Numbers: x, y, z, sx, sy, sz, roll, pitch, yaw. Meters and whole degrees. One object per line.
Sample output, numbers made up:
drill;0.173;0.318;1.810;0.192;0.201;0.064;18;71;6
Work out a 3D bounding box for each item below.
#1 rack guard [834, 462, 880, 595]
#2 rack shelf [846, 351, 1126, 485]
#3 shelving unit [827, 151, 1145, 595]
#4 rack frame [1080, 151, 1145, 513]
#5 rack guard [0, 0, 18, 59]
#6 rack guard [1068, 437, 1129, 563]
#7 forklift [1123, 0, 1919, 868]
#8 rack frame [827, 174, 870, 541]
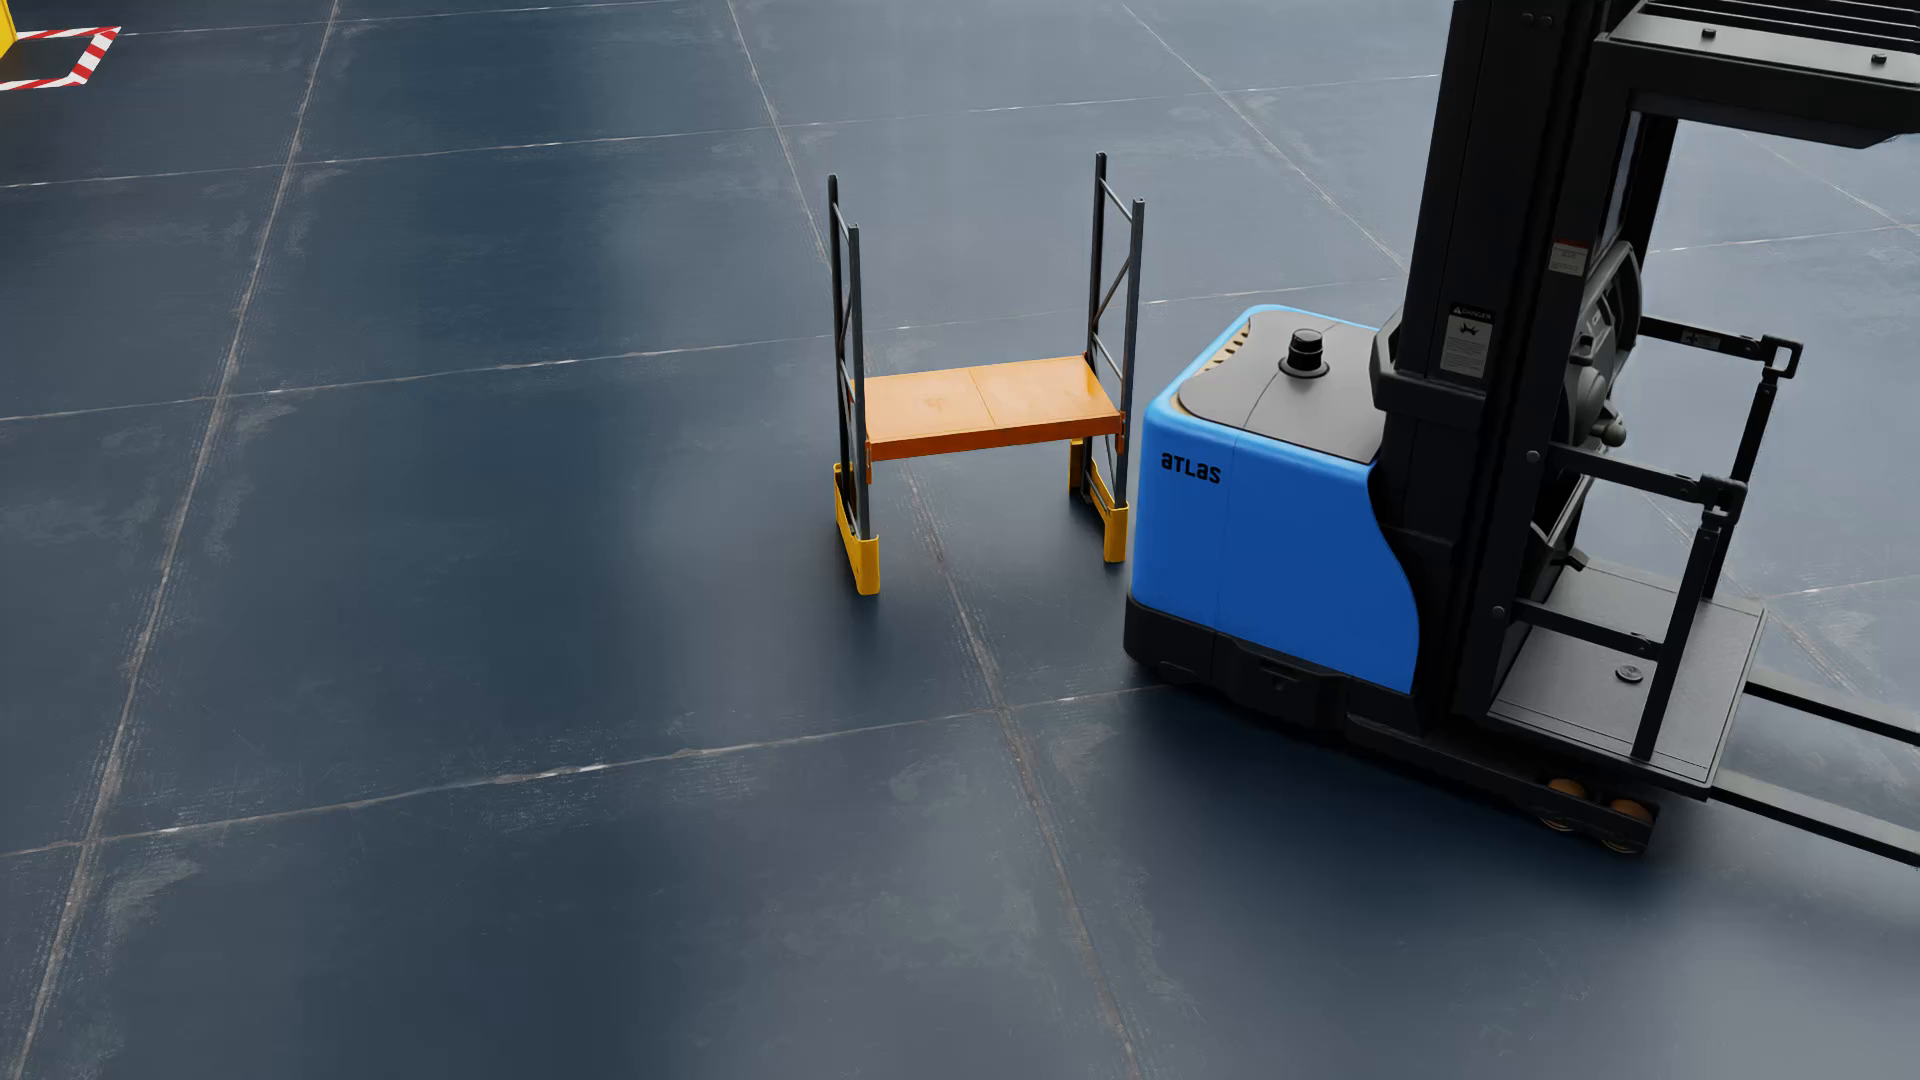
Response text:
rack guard;-0.411;-0.052;6.603;0.087;0.250;0.587;-7;35;-11
rack shelf;0.083;-0.484;6.448;1.000;0.185;0.538;-7;35;-11
shelving unit;0.074;-0.632;6.346;1.083;1.500;0.587;-7;35;-11
rack frame;0.579;-0.696;6.441;0.032;1.500;0.500;-7;35;-11
rack guard;-6.991;-3.592;11.654;0.348;0.500;1.175;-7;35;-11
rack guard;0.560;-0.174;6.786;0.087;0.250;0.587;-7;35;-11
forklift;2.122;-0.565;4.962;3.031;2.935;1.130;18;38;25
rack frame;-0.413;-0.571;6.255;0.032;1.500;0.500;-7;35;-11
